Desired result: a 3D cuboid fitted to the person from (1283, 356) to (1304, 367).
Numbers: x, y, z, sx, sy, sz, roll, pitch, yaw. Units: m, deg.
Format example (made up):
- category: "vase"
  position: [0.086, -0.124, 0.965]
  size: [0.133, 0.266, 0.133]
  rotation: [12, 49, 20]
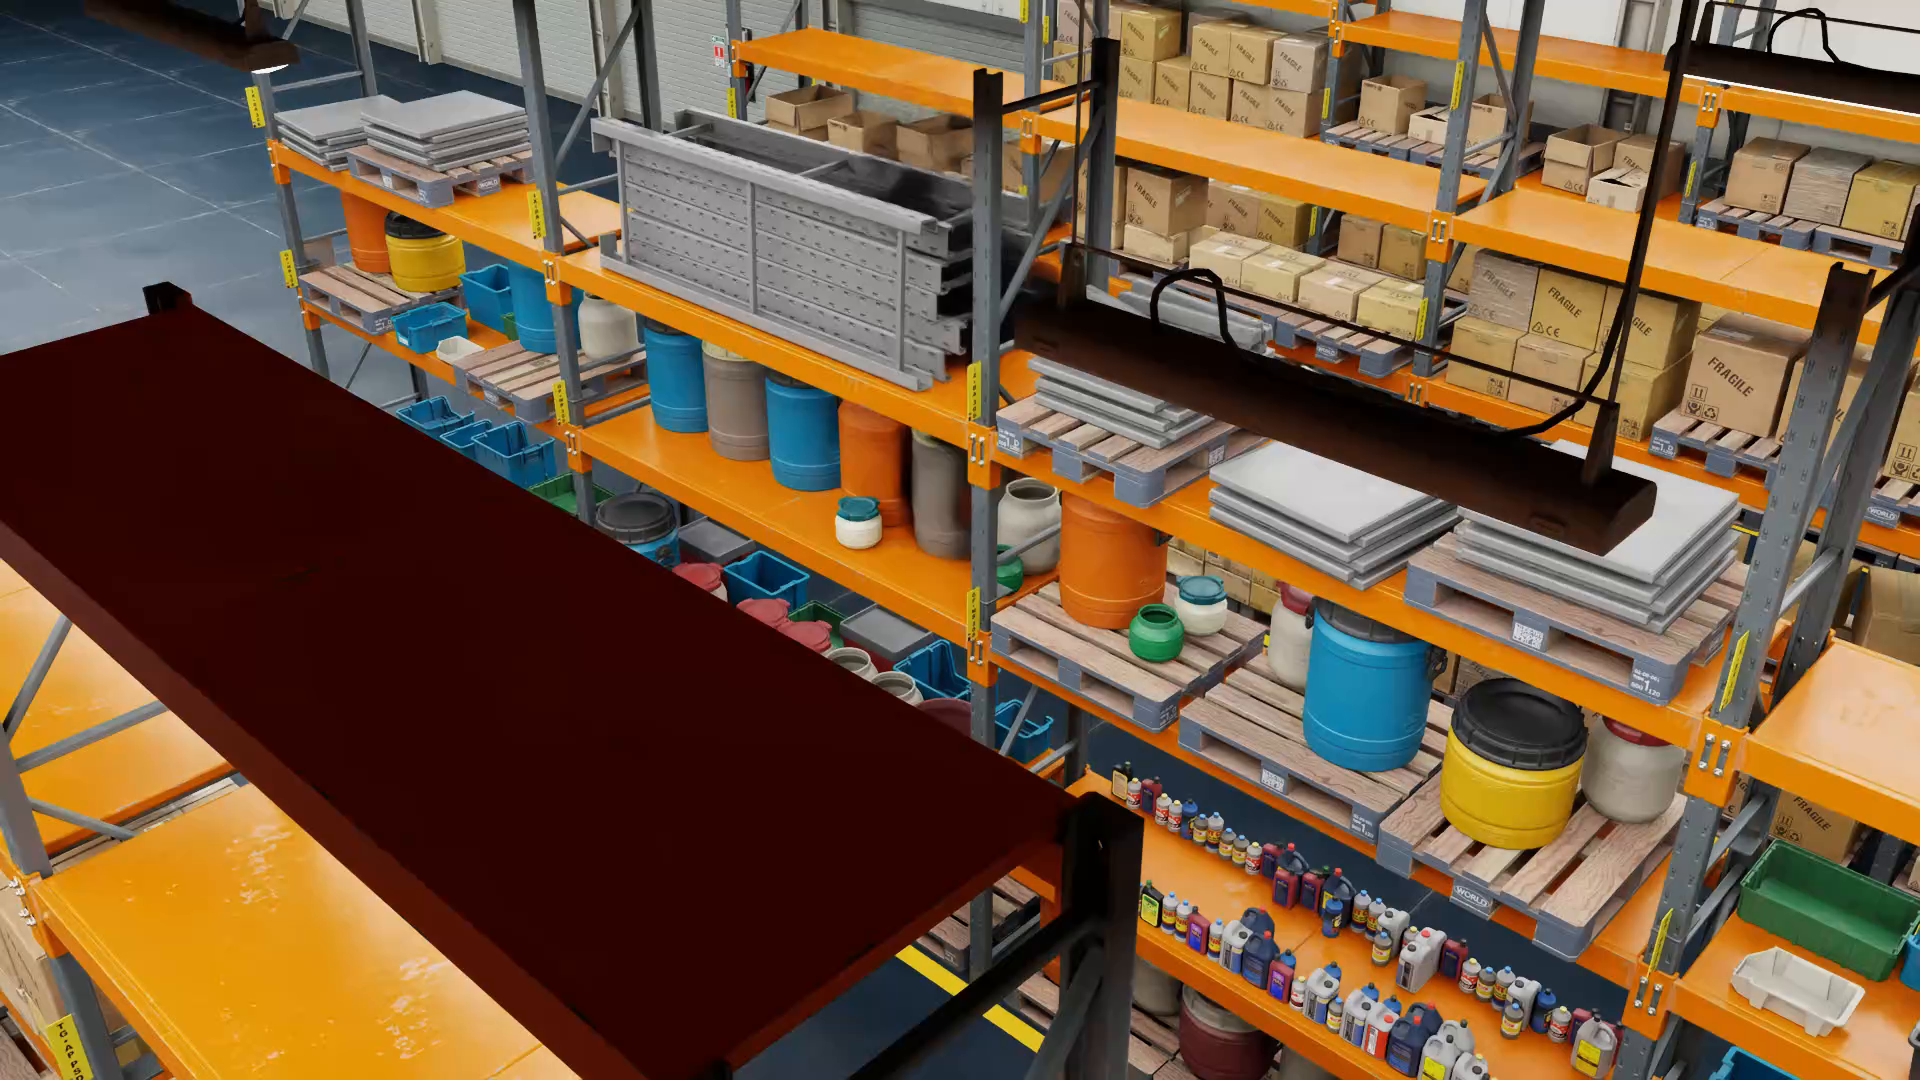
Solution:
- category: "person"
  position: [3.206, -1.024, 16.363]
  size: [0.854, 1.733, 0.616]
  rotation: [24, 37, 36]
